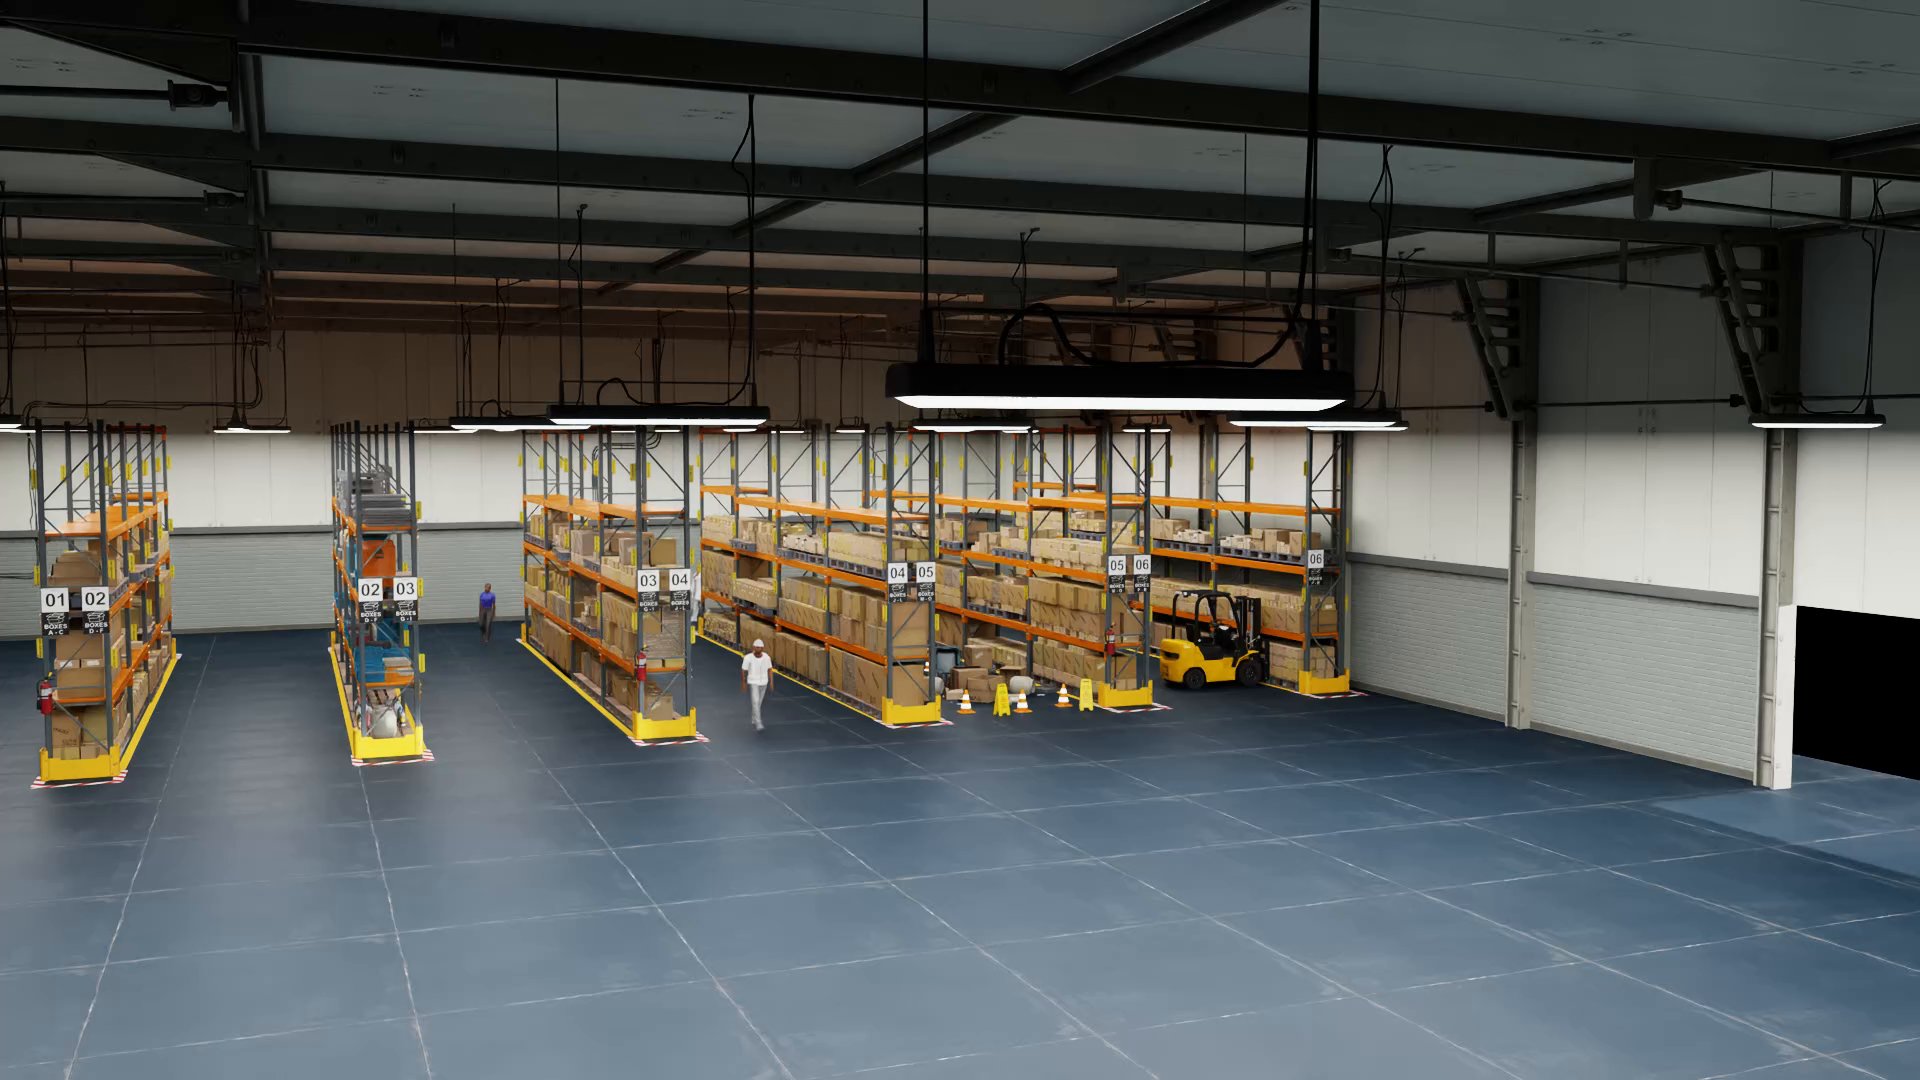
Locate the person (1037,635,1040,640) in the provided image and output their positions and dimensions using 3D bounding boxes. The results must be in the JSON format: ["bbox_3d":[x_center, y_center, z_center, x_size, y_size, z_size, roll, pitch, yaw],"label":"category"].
[{"bbox_3d":[2.207,2.248,42.943,0.466,1.621,0.469,-1,4,-18],"label":"person"}]

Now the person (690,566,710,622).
[{"bbox_3d":[-8.071,1.628,51.505,0.635,1.760,0.935,3,5,38],"label":"person"}]

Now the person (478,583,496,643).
[{"bbox_3d":[-13.095,2.069,46.043,0.449,1.539,0.610,0,4,-6],"label":"person"}]

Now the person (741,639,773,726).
[{"bbox_3d":[-3.972,2.766,32.616,0.584,1.649,0.819,-3,4,-35],"label":"person"}]
